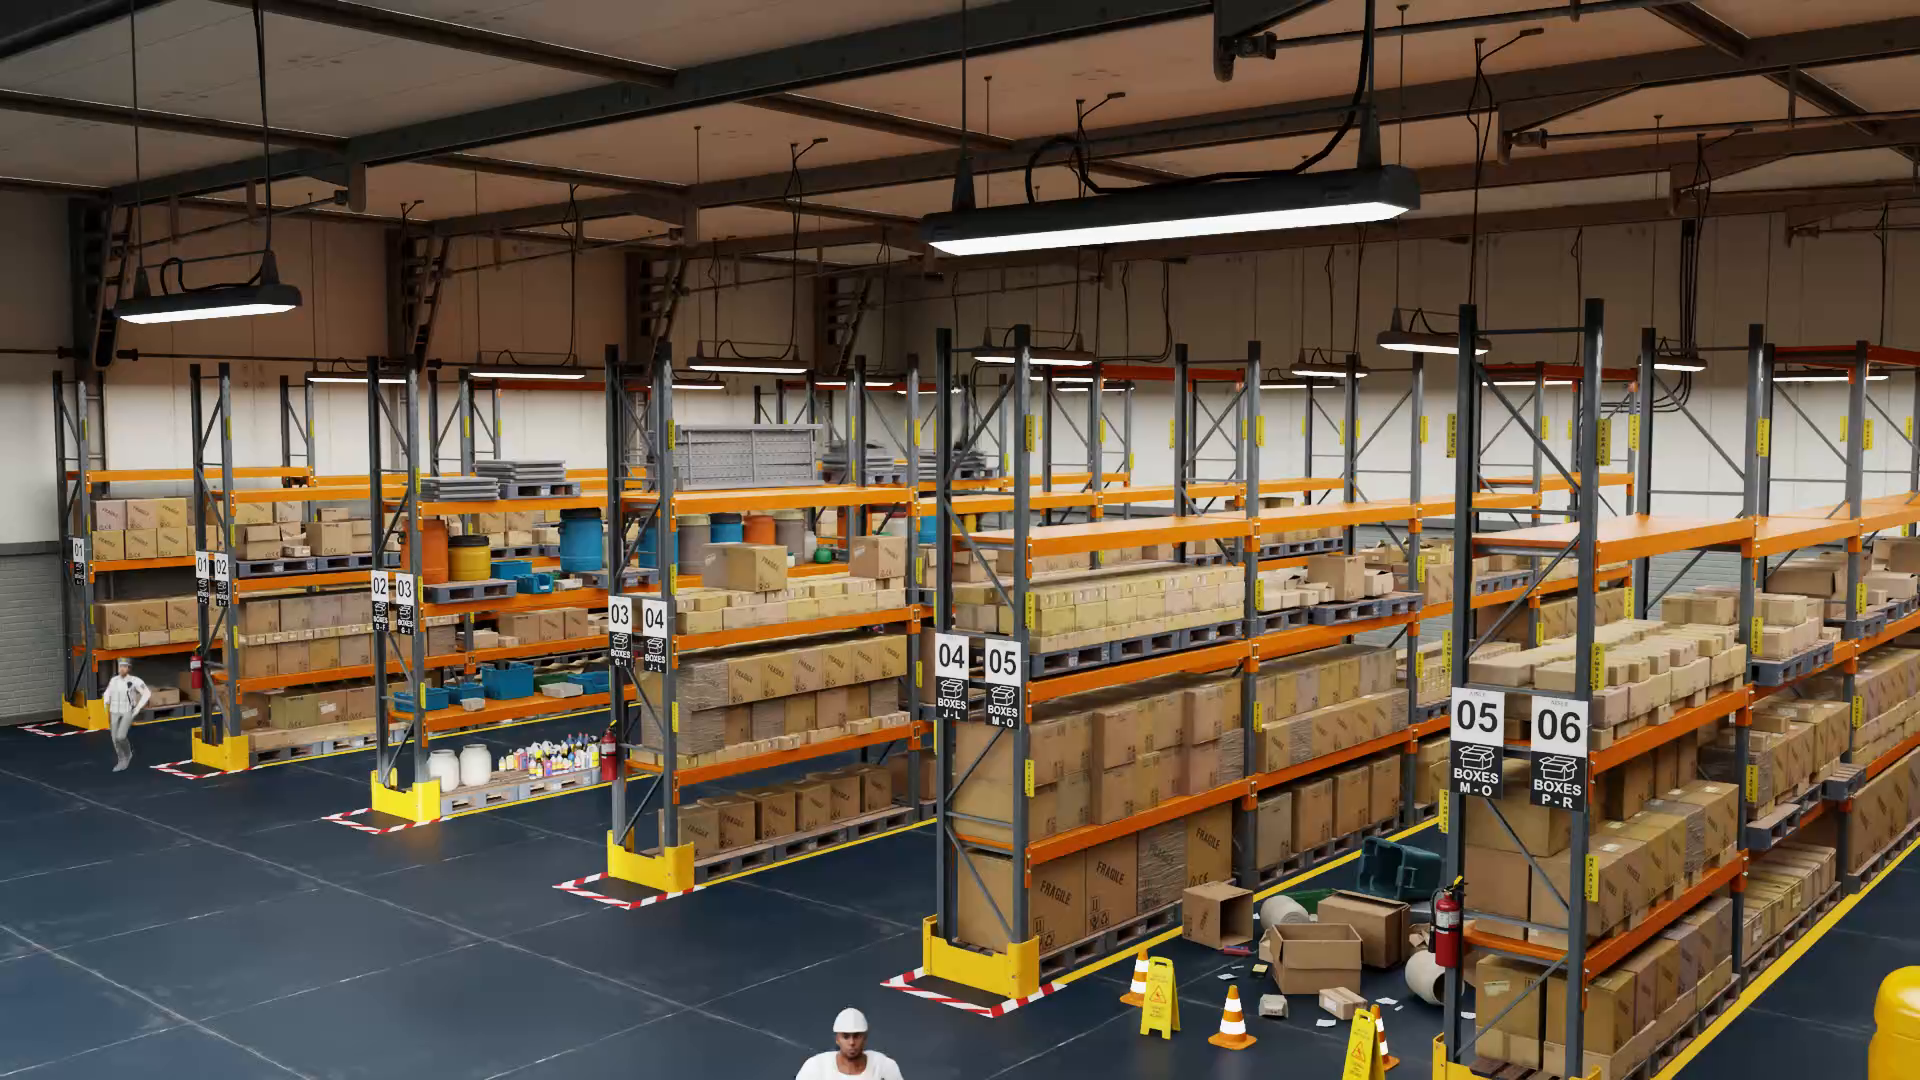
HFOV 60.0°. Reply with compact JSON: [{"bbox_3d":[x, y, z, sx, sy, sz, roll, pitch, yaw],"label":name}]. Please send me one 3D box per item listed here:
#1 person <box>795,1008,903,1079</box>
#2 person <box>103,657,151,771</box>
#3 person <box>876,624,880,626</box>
[{"bbox_3d":[-0.648,3.603,9.733,0.691,1.722,0.580,-1,4,-7],"label":"person"},{"bbox_3d":[-12.314,2.561,24.454,0.634,1.677,0.518,0,4,3],"label":"person"},{"bbox_3d":[-1.527,1.727,32.811,0.521,1.630,0.603,2,5,28],"label":"person"}]
